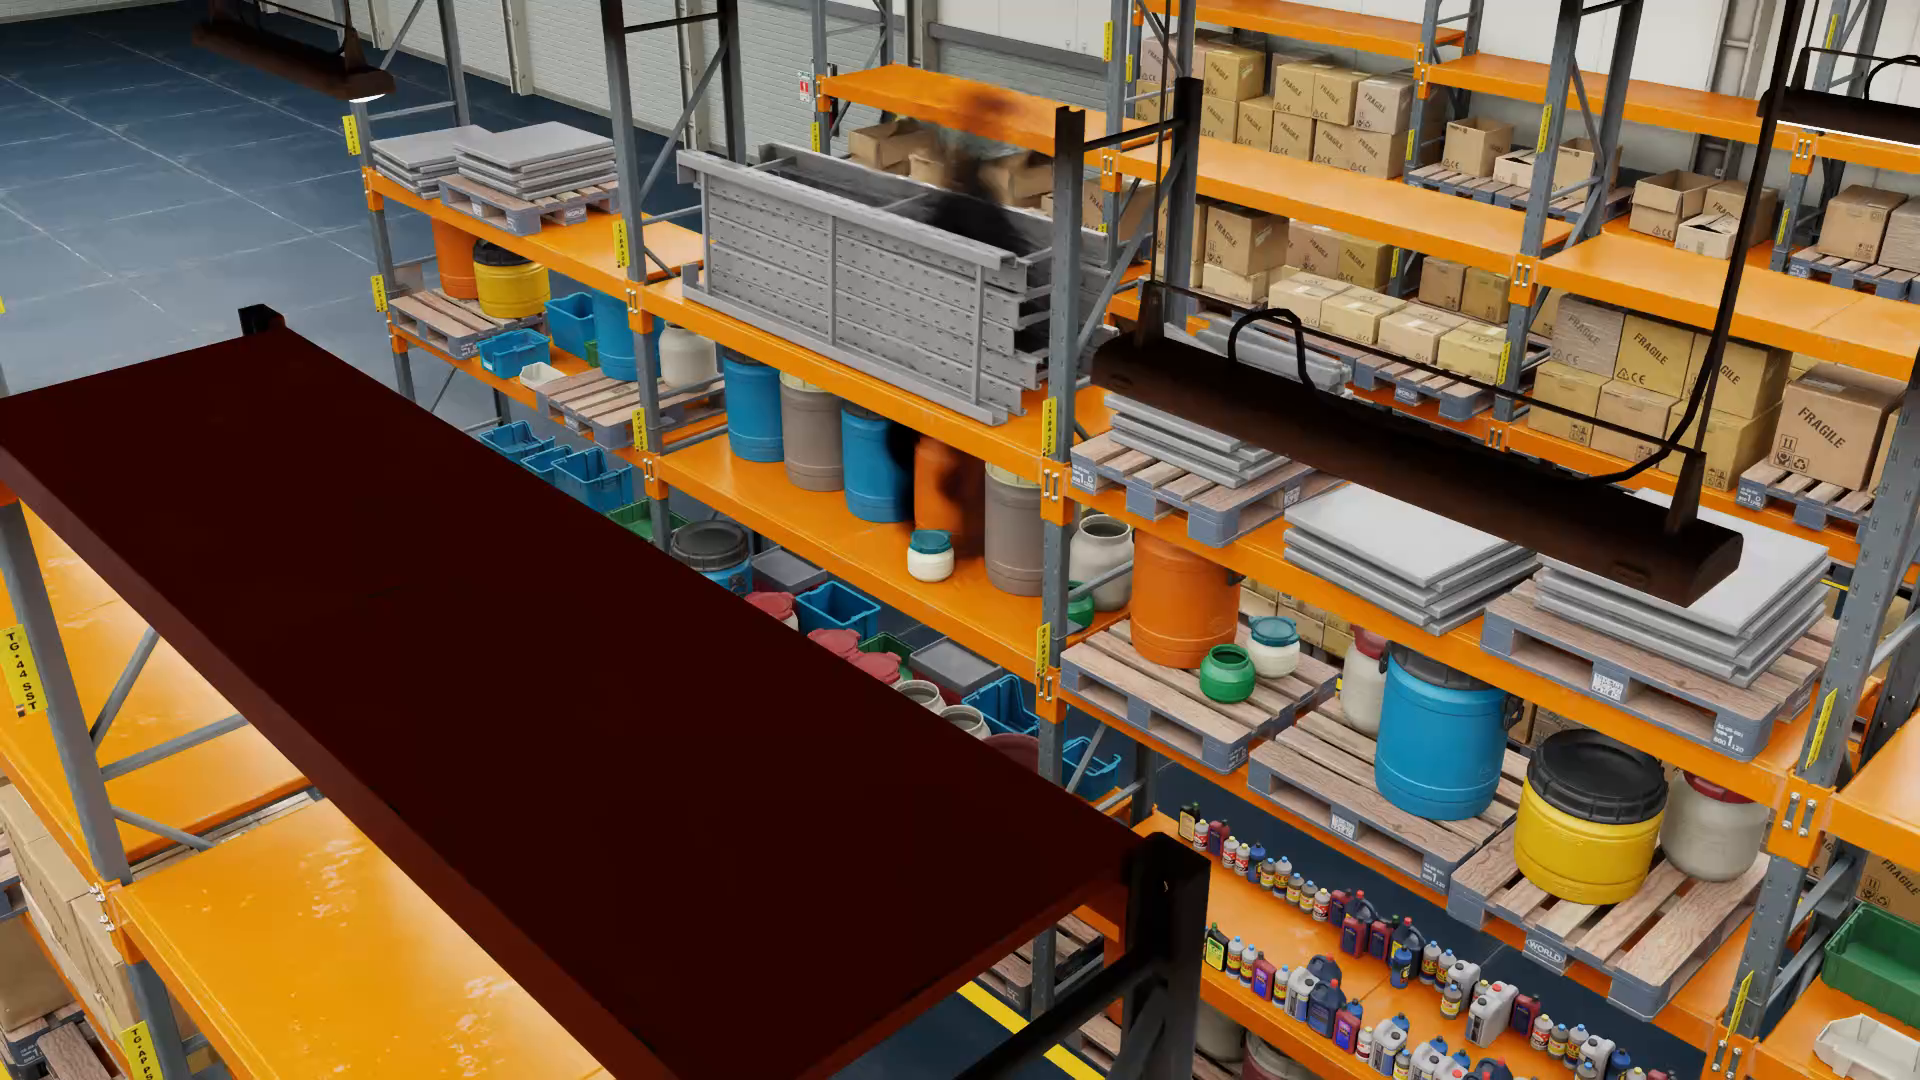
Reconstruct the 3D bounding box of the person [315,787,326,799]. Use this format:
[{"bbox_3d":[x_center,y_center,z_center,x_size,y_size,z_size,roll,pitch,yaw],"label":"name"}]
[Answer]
[{"bbox_3d":[-4.707,1.496,11.819,0.976,1.724,0.694,18,33,30],"label":"person"}]
